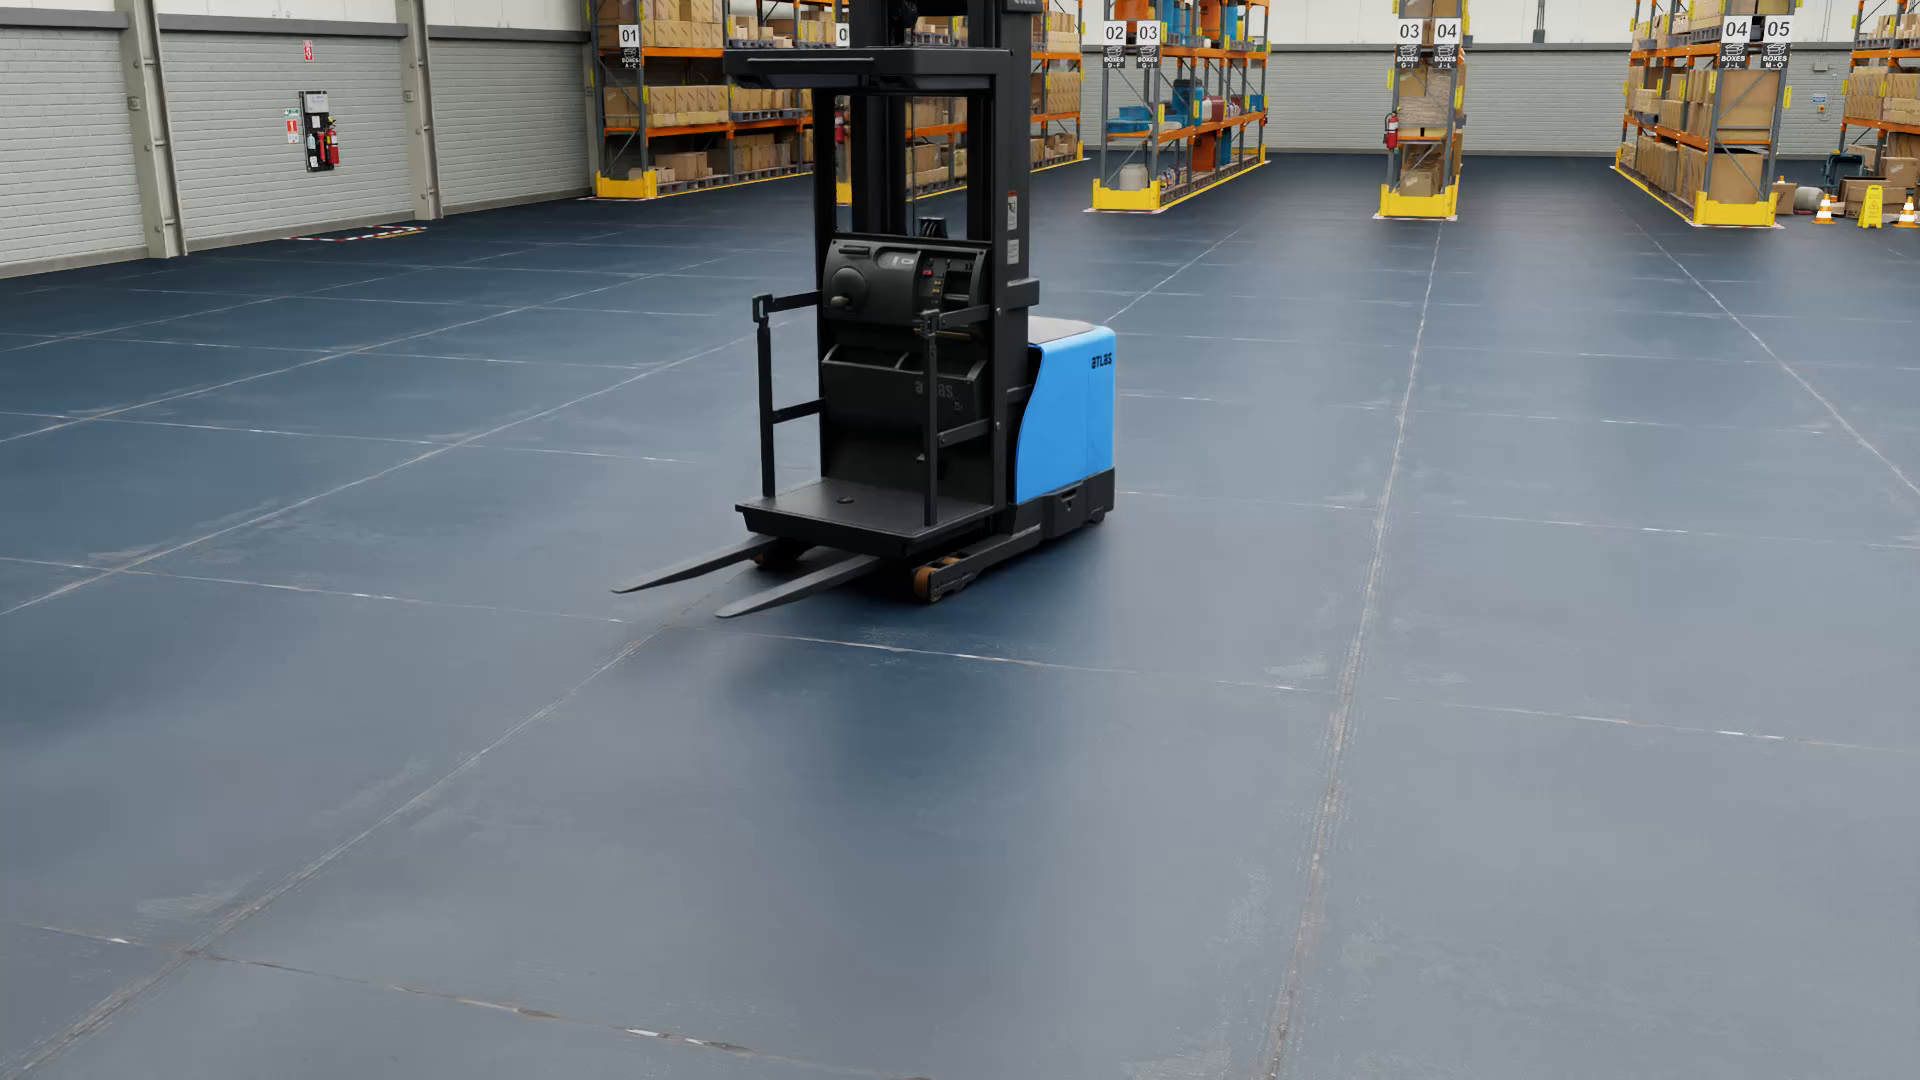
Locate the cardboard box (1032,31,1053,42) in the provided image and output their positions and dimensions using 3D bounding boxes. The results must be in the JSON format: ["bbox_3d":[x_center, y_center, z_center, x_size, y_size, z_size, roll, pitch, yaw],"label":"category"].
[{"bbox_3d":[2.026,-12.585,41.566,0.500,0.250,0.500,5,16,16],"label":"cardboard box"}]

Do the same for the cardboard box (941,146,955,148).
[{"bbox_3d":[-0.351,-8.448,36.360,0.500,0.311,0.500,4,16,15],"label":"cardboard box"}]

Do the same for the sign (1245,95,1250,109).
[{"bbox_3d":[6.925,-10.571,40.094,0.100,0.325,0.005,5,16,16],"label":"sign"}]

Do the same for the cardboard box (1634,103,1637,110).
[{"bbox_3d":[15.320,-9.700,37.220,0.380,0.149,0.250,4,16,13],"label":"cardboard box"}]

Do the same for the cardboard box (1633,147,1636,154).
[{"bbox_3d":[15.759,-8.986,38.377,0.380,0.149,0.250,5,17,17],"label":"cardboard box"}]

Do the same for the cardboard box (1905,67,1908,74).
[{"bbox_3d":[20.609,-10.335,36.567,0.380,0.149,0.250,5,17,17],"label":"cardboard box"}]

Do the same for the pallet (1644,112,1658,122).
[{"bbox_3d":[15.260,-9.068,35.655,1.003,0.211,1.213,5,16,16],"label":"pallet"}]

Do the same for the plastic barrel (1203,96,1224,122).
[{"bbox_3d":[5.420,-9.355,36.065,0.600,0.536,0.708,5,16,16],"label":"plastic barrel"}]

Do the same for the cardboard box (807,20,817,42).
[{"bbox_3d":[-3.885,-12.323,40.293,0.700,0.500,0.500,6,17,19],"label":"cardboard box"}]

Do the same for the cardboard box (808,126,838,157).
[{"bbox_3d":[-3.411,-10.004,41.773,0.750,0.750,0.750,5,17,18],"label":"cardboard box"}]

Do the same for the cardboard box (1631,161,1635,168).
[{"bbox_3d":[15.658,-8.645,38.268,0.380,0.149,0.250,5,17,17],"label":"cardboard box"}]

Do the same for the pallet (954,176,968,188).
[{"bbox_3d":[-0.452,-7.627,35.334,1.003,0.211,1.213,5,16,16],"label":"pallet"}]

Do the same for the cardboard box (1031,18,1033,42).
[{"bbox_3d":[1.436,-12.481,40.704,0.600,0.600,0.600,3,16,11],"label":"cardboard box"}]

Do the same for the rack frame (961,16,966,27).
[{"bbox_3d":[0.513,-12.706,37.134,1.000,3.000,0.127,5,16,16],"label":"rack frame"}]

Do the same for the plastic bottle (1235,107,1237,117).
[{"bbox_3d":[6.492,-10.198,39.512,0.152,0.276,0.135,5,16,16],"label":"plastic bottle"}]

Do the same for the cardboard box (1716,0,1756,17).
[{"bbox_3d":[12.334,-8.460,26.440,0.500,0.250,0.500,5,17,17],"label":"cardboard box"}]

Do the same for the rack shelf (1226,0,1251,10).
[{"bbox_3d":[5.829,-12.305,37.774,1.077,0.370,4.000,5,16,16],"label":"rack shelf"}]

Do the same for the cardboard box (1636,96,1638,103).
[{"bbox_3d":[15.249,-9.775,36.940,0.380,0.149,0.250,4,16,15],"label":"cardboard box"}]

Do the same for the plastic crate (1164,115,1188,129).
[{"bbox_3d":[4.070,-8.006,31.830,0.499,0.251,0.616,5,16,16],"label":"plastic crate"}]

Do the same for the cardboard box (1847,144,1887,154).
[{"bbox_3d":[21.693,-9.164,39.567,0.875,0.438,0.875,4,16,14],"label":"cardboard box"}]

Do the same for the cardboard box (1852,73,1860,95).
[{"bbox_3d":[21.235,-10.665,38.917,0.500,0.500,0.500,4,16,14],"label":"cardboard box"}]

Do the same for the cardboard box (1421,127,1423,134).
[{"bbox_3d":[7.909,-7.188,29.136,0.380,0.149,0.250,5,16,16],"label":"cardboard box"}]

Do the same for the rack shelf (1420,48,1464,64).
[{"bbox_3d":[9.441,-9.624,33.085,1.077,0.370,4.000,5,16,16],"label":"rack shelf"}]

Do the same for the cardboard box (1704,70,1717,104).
[{"bbox_3d":[12.673,-7.383,27.109,0.875,0.550,0.550,5,16,16],"label":"cardboard box"}]

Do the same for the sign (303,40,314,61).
[{"bbox_3d":[-9.683,-7.268,24.707,0.001,0.298,0.199,5,16,16],"label":"sign"}]

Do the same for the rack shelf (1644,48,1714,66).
[{"bbox_3d":[15.305,-10.260,35.325,1.077,0.370,4.000,5,16,16],"label":"rack shelf"}]

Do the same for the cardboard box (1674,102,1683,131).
[{"bbox_3d":[13.492,-7.798,30.643,0.500,0.500,0.500,5,16,16],"label":"cardboard box"}]

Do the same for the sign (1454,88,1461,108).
[{"bbox_3d":[8.257,-7.332,27.595,0.100,0.325,0.005,5,16,16],"label":"sign"}]

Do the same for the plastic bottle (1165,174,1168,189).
[{"bbox_3d":[3.883,-6.754,31.317,0.061,0.283,0.133,5,17,17],"label":"plastic bottle"}]

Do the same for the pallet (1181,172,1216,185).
[{"bbox_3d":[5.004,-7.893,36.271,1.003,0.211,1.213,5,16,16],"label":"pallet"}]

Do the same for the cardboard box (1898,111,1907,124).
[{"bbox_3d":[19.812,-8.763,34.503,0.500,0.250,0.500,4,16,15],"label":"cardboard box"}]

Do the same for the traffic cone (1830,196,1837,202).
[{"bbox_3d":[16.508,-6.601,31.255,0.336,0.463,0.334,5,16,16],"label":"traffic cone"}]

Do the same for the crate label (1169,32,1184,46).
[{"bbox_3d":[3.836,-9.177,30.463,0.502,0.251,0.408,5,16,16],"label":"crate label"}]

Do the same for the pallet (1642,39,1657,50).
[{"bbox_3d":[15.304,-10.614,35.599,1.213,0.211,1.003,5,16,16],"label":"pallet"}]

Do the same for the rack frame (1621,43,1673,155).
[{"bbox_3d":[17.010,-10.732,41.170,1.000,3.000,0.127,5,16,16],"label":"rack frame"}]

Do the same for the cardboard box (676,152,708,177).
[{"bbox_3d":[-5.631,-7.891,34.927,0.500,0.500,0.500,3,16,12],"label":"cardboard box"}]

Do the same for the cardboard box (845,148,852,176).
[{"bbox_3d":[-1.893,-7.130,31.365,0.500,0.500,0.500,5,16,16],"label":"cardboard box"}]

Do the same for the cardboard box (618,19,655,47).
[{"bbox_3d":[-6.176,-9.679,31.739,0.500,0.500,0.500,5,17,17],"label":"cardboard box"}]

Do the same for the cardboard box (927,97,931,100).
[{"bbox_3d":[-0.787,-8.779,32.913,0.380,0.149,0.250,5,16,16],"label":"cardboard box"}]

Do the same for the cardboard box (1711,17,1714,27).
[{"bbox_3d":[12.450,-8.431,27.068,0.380,0.149,0.250,5,17,16],"label":"cardboard box"}]

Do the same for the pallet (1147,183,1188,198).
[{"bbox_3d":[3.893,-6.874,32.678,1.003,0.211,1.213,5,16,16],"label":"pallet"}]

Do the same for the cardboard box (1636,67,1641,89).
[{"bbox_3d":[15.889,-10.638,38.276,0.500,0.500,0.500,4,16,14],"label":"cardboard box"}]

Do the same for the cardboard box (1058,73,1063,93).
[{"bbox_3d":[2.346,-11.766,42.800,0.500,0.500,0.500,4,16,14],"label":"cardboard box"}]

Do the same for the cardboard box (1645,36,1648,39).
[{"bbox_3d":[15.761,-11.438,37.519,0.500,0.250,0.500,4,16,13],"label":"cardboard box"}]

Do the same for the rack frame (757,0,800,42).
[{"bbox_3d":[-4.238,-13.089,38.485,1.000,3.000,0.127,5,16,16],"label":"rack frame"}]

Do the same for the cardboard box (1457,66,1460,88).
[{"bbox_3d":[8.303,-7.883,28.563,0.500,0.500,0.500,5,16,16],"label":"cardboard box"}]

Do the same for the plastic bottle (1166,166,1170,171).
[{"bbox_3d":[4.079,-7.146,32.573,0.144,0.351,0.185,5,16,16],"label":"plastic bottle"}]

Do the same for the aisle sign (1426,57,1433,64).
[{"bbox_3d":[12.016,-12.436,42.413,0.394,0.787,0.004,5,16,16],"label":"aisle sign"}]

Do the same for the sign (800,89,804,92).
[{"bbox_3d":[-3.715,-10.682,39.017,0.100,0.325,0.005,5,16,16],"label":"sign"}]

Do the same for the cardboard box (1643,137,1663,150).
[{"bbox_3d":[15.112,-8.601,36.092,0.500,0.250,0.500,5,17,18],"label":"cardboard box"}]

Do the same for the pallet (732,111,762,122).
[{"bbox_3d":[-5.018,-9.253,36.305,1.003,0.211,1.213,5,16,16],"label":"pallet"}]

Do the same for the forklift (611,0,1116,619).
[{"bbox_3d":[-0.395,-1.267,7.925,1.130,2.935,3.031,11,19,33],"label":"forklift"}]
